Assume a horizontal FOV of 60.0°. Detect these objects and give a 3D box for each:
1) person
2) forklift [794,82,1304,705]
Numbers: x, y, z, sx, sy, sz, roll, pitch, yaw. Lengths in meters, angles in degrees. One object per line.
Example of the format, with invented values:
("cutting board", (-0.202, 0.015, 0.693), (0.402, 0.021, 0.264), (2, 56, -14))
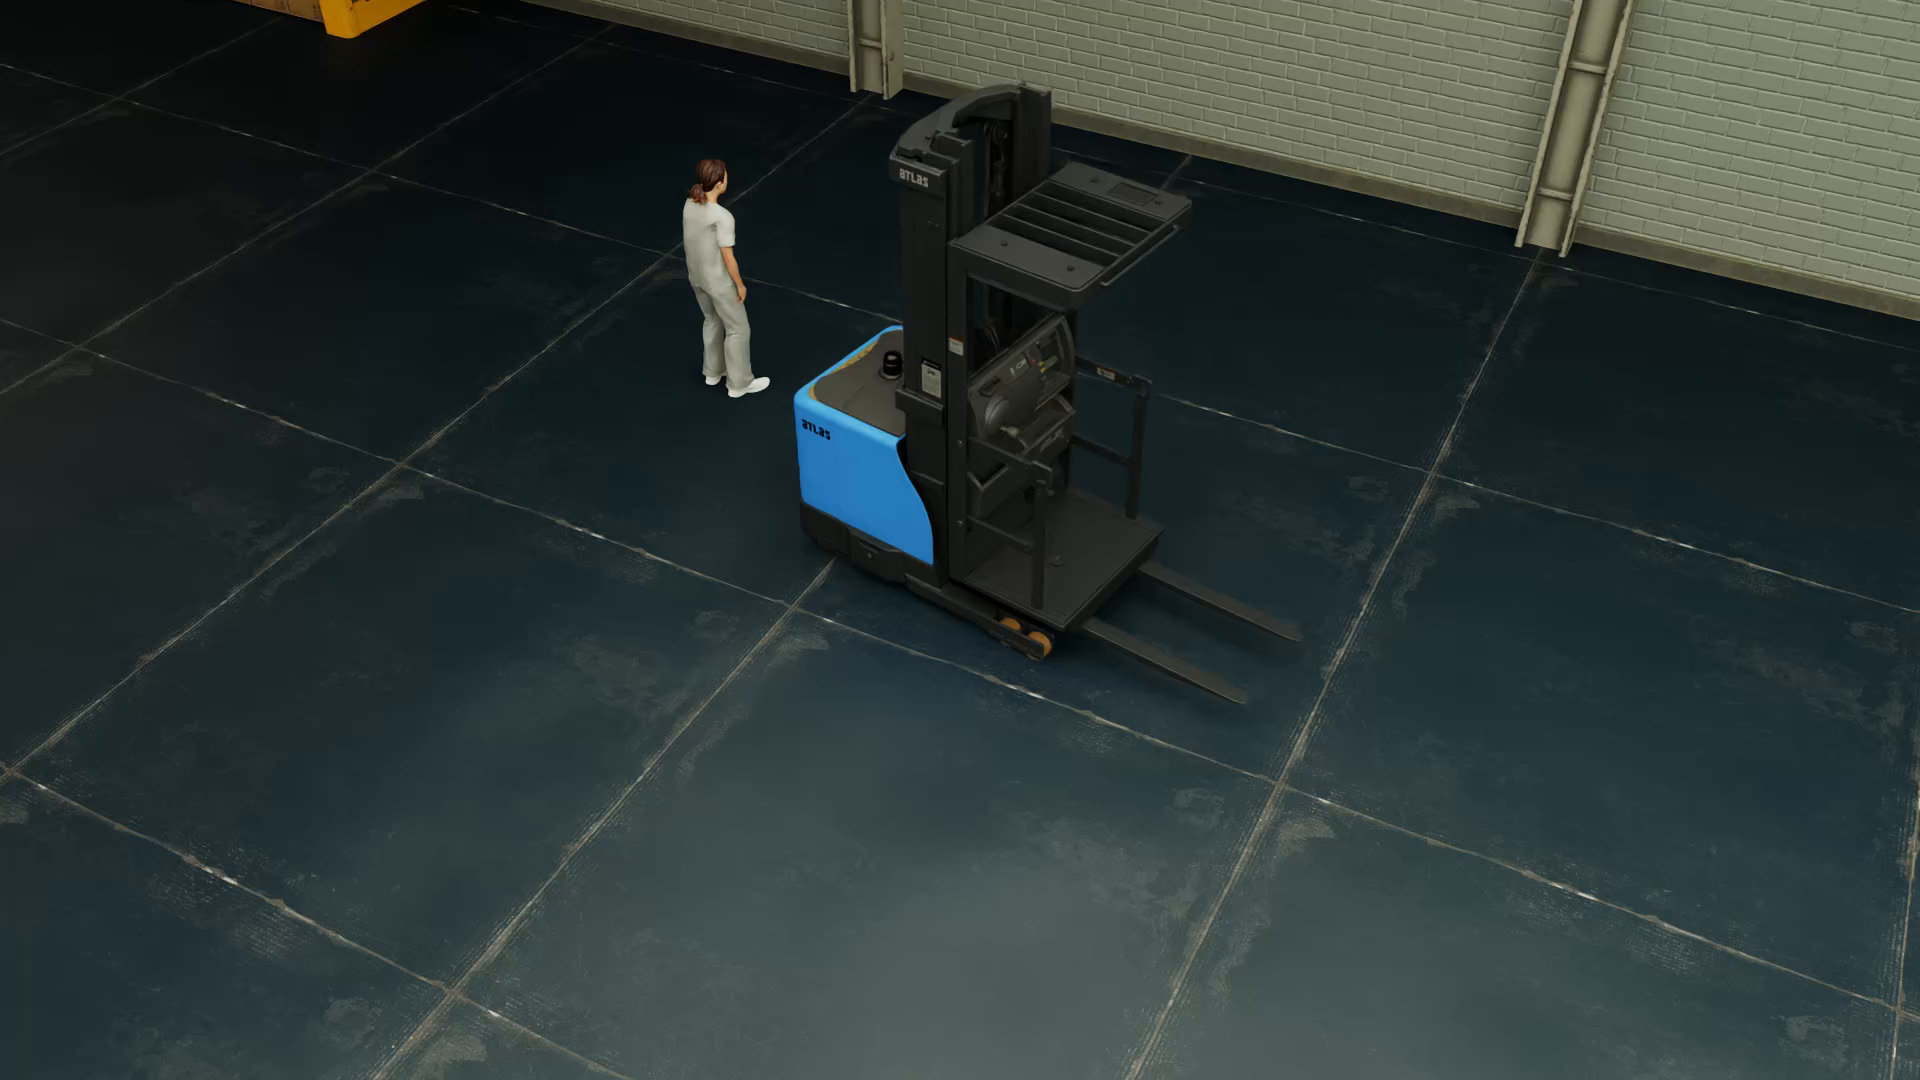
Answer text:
("person", (-1.603, -1.736, 11.026), (0.496, 1.671, 0.362), (31, 49, 32))
("forklift", (0.507, -0.828, 8.969), (3.031, 2.935, 1.130), (26, 46, 27))
